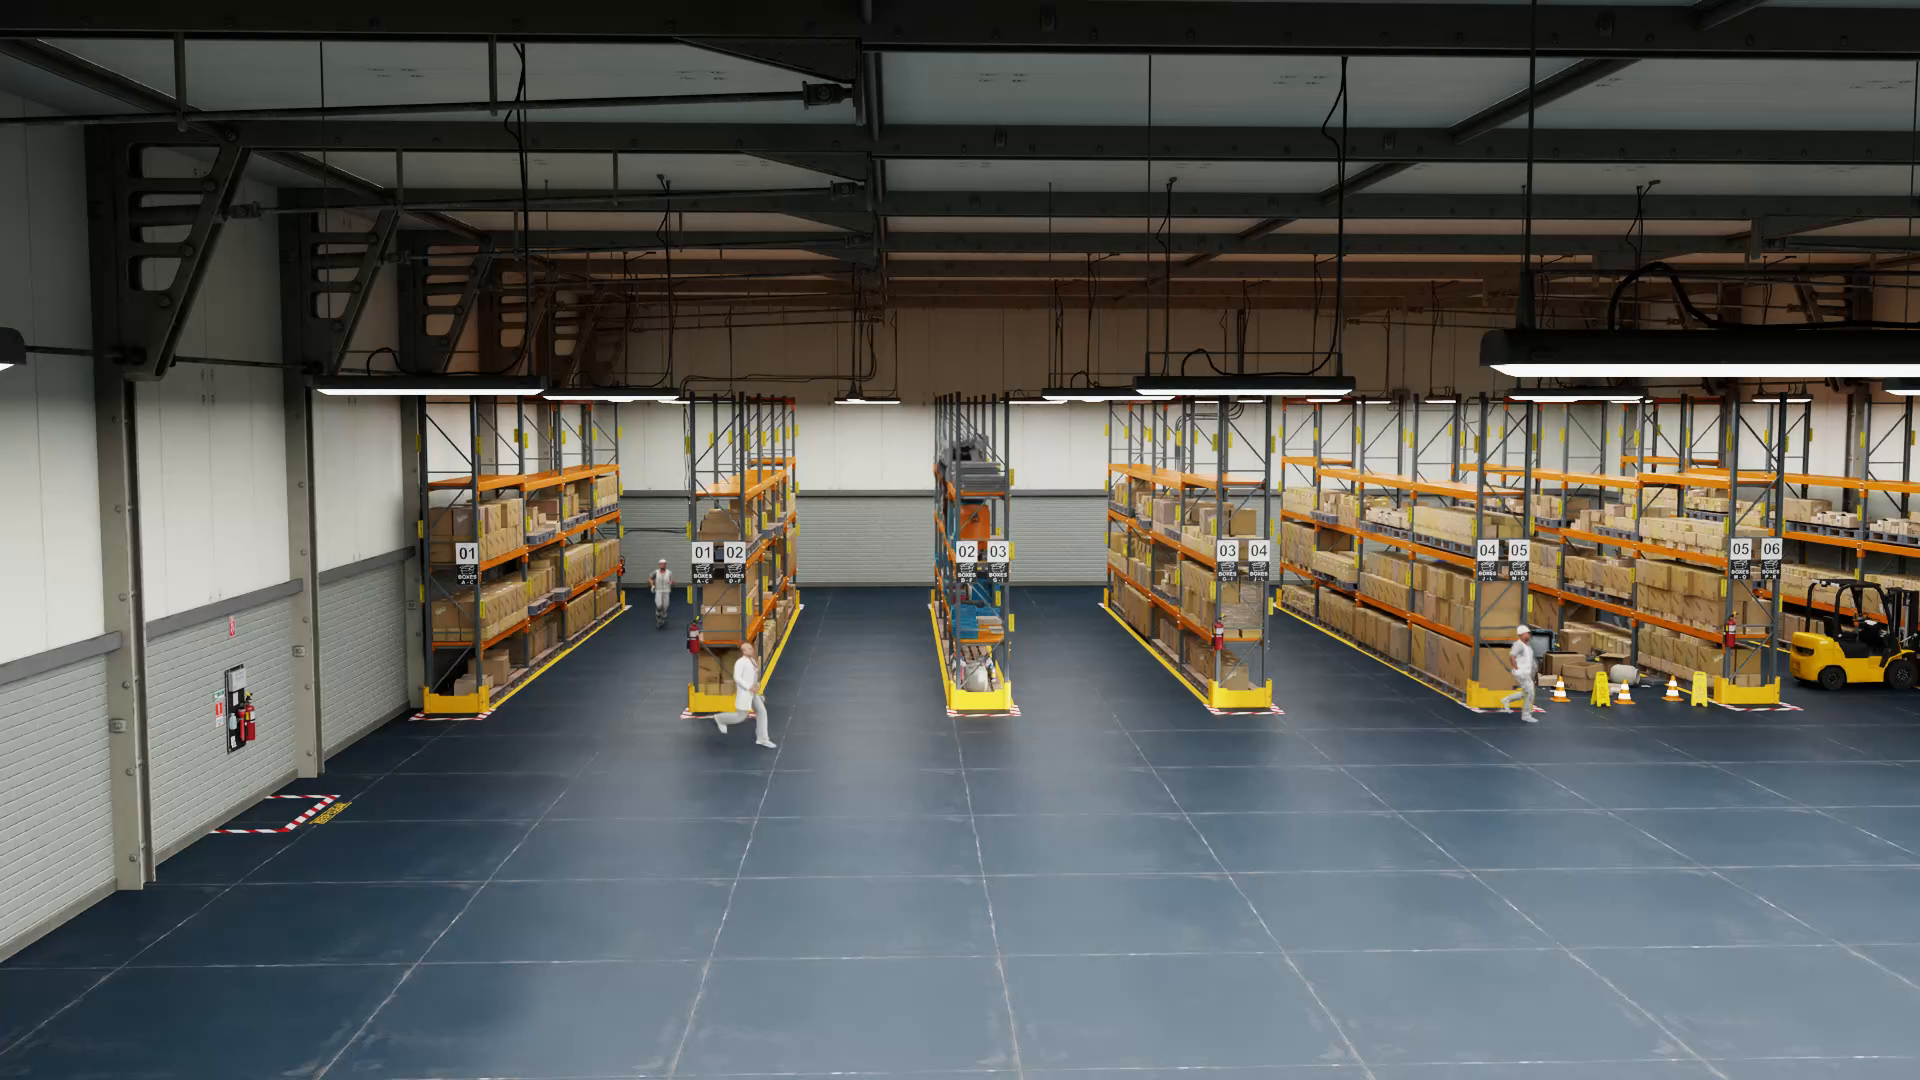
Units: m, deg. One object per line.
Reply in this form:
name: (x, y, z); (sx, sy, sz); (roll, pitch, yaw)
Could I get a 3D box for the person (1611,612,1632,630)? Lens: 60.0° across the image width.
person: (16.348, 1.556, 40.948); (0.642, 1.781, 0.722); (0, 5, -4)

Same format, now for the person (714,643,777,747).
person: (-3.634, 2.620, 28.127); (1.120, 1.772, 0.689); (2, 5, 23)

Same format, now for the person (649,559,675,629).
person: (-7.695, 1.394, 43.019); (0.632, 1.806, 0.724); (-1, 5, -17)

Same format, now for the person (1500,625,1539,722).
person: (10.221, 2.435, 30.332); (0.693, 1.768, 0.719); (2, 5, 26)

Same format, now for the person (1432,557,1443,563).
person: (14.219, 0.995, 49.315); (0.606, 1.631, 0.611); (0, 5, 6)
